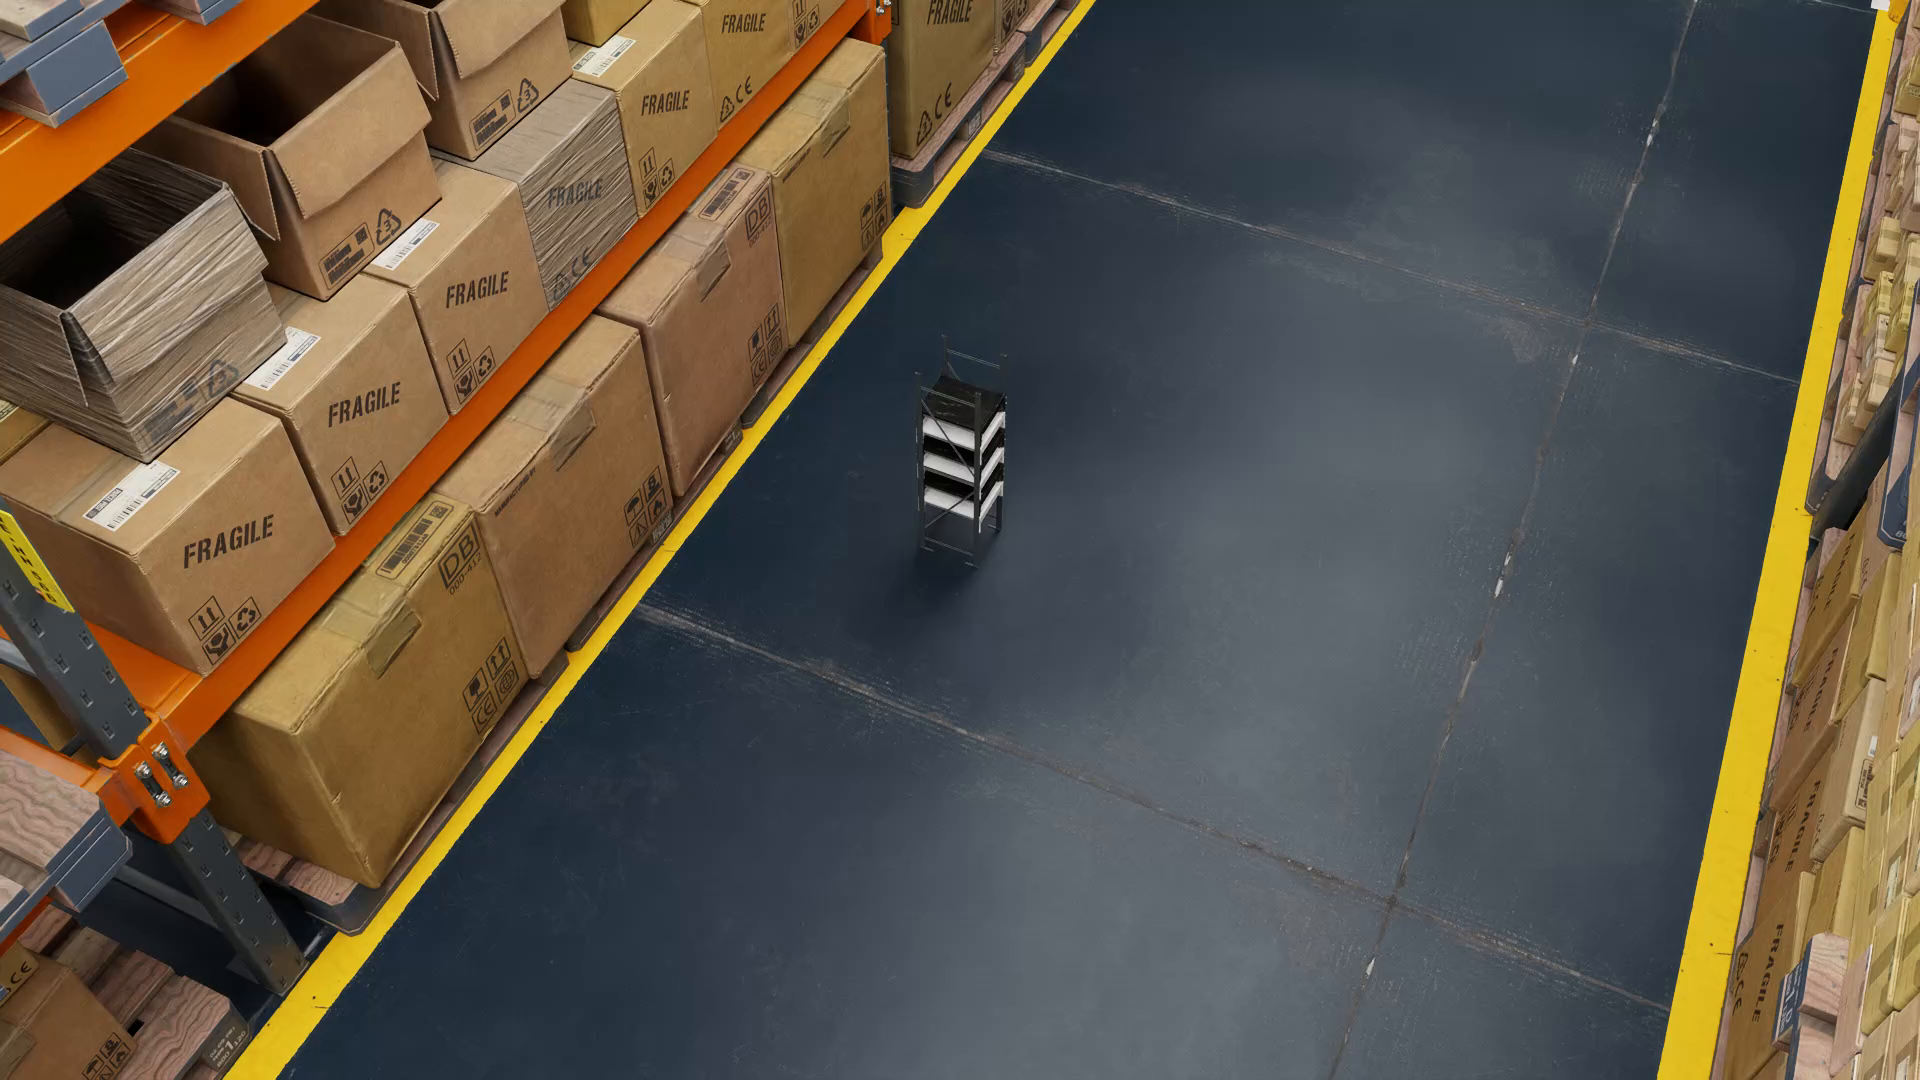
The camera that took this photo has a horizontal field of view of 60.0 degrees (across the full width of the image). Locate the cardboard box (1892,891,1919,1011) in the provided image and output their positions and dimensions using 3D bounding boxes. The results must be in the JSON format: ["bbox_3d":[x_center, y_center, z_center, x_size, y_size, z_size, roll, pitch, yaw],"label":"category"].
[{"bbox_3d":[1.975,0.815,3.086,0.380,0.149,0.250,21,53,17],"label":"cardboard box"}]

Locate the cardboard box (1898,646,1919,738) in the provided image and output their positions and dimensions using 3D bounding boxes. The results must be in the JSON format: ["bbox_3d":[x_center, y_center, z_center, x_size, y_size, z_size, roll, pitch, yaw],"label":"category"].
[{"bbox_3d":[2.307,0.373,3.657,0.380,0.149,0.250,21,53,17],"label":"cardboard box"}]

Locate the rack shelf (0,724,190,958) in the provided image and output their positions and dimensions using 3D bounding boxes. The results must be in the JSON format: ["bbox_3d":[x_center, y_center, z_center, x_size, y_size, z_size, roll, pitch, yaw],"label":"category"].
[{"bbox_3d":[-3.337,1.829,3.197,1.077,0.370,4.000,20,52,16],"label":"rack shelf"}]

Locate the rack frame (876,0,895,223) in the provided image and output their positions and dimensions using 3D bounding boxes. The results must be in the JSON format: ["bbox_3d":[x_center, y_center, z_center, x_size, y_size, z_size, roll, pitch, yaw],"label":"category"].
[{"bbox_3d":[-0.774,-2.536,6.439,1.000,3.000,0.127,20,52,16],"label":"rack frame"}]

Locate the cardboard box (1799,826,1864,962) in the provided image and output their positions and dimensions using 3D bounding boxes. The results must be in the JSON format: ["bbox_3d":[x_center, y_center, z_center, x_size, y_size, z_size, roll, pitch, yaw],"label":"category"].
[{"bbox_3d":[2.451,1.080,4.235,0.500,0.250,0.500,21,53,17],"label":"cardboard box"}]

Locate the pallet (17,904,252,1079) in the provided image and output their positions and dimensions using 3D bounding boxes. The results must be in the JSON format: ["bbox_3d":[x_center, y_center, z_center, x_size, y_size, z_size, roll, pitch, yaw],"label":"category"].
[{"bbox_3d":[-2.818,1.659,4.699,1.003,0.211,1.213,20,52,16],"label":"pallet"}]

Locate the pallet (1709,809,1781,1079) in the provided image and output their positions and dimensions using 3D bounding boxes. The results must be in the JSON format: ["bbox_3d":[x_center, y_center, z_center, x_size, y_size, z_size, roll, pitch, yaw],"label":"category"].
[{"bbox_3d":[2.817,1.431,4.894,1.003,0.211,1.213,20,52,16],"label":"pallet"}]

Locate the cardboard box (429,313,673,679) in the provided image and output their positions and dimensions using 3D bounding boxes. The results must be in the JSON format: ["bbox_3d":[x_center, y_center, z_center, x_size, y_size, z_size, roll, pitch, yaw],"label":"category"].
[{"bbox_3d":[-1.781,-0.309,5.663,1.225,0.875,0.875,20,52,16],"label":"cardboard box"}]

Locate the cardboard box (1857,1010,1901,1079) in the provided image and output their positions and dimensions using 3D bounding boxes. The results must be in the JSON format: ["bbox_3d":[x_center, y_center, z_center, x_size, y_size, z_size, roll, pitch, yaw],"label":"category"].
[{"bbox_3d":[1.871,1.078,3.057,0.380,0.149,0.250,22,53,17],"label":"cardboard box"}]

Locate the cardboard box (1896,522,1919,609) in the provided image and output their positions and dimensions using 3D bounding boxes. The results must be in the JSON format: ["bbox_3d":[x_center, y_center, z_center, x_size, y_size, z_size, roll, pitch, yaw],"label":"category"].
[{"bbox_3d":[2.531,0.115,4.072,0.380,0.149,0.250,19,52,15],"label":"cardboard box"}]

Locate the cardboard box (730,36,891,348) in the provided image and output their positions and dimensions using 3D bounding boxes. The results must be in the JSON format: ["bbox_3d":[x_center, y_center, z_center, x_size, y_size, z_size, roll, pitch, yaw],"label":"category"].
[{"bbox_3d":[-1.029,-1.537,6.707,1.225,0.875,0.875,20,52,16],"label":"cardboard box"}]

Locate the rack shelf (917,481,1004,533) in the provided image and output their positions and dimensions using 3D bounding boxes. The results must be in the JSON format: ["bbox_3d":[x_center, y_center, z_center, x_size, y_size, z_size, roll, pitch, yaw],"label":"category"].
[{"bbox_3d":[0.003,-0.159,6.075,0.258,0.077,0.200,20,52,16],"label":"rack shelf"}]

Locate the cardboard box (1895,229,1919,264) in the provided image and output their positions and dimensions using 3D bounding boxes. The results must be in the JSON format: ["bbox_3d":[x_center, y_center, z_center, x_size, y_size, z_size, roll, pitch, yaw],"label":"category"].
[{"bbox_3d":[4.005,-1.185,6.690,0.380,0.149,0.250,21,53,17],"label":"cardboard box"}]

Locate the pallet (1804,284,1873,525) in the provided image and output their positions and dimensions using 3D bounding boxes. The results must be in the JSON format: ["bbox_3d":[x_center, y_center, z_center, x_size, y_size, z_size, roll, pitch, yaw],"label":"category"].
[{"bbox_3d":[3.923,-0.423,6.471,1.003,0.211,1.213,20,52,16],"label":"pallet"}]

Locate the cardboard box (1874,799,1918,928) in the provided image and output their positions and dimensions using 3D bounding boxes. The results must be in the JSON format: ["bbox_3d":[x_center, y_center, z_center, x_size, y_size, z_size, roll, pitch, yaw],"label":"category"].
[{"bbox_3d":[2.088,0.724,3.359,0.380,0.149,0.250,20,52,16],"label":"cardboard box"}]

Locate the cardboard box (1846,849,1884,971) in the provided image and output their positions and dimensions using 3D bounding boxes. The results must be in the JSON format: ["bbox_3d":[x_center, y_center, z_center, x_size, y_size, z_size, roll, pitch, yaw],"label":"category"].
[{"bbox_3d":[2.081,0.840,3.455,0.380,0.149,0.250,19,52,16],"label":"cardboard box"}]

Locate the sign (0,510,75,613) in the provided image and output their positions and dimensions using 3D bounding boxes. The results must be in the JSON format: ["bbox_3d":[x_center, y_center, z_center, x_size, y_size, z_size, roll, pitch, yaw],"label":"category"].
[{"bbox_3d":[-1.988,0.039,3.539,0.100,0.325,0.005,20,52,16],"label":"sign"}]

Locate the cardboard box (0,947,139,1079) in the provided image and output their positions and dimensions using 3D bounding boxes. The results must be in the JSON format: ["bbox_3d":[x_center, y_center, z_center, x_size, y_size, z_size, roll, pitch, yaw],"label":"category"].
[{"bbox_3d":[-2.751,1.354,4.481,0.700,0.500,0.500,17,52,14],"label":"cardboard box"}]

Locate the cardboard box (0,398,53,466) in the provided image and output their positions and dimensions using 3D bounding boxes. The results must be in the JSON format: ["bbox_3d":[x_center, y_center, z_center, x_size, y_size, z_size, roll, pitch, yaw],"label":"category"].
[{"bbox_3d":[-2.496,-0.235,4.414,0.500,0.500,0.500,21,53,17],"label":"cardboard box"}]

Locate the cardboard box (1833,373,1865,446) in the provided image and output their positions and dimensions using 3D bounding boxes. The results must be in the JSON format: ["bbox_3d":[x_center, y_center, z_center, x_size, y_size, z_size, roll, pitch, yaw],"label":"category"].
[{"bbox_3d":[3.527,-0.446,6.256,0.380,0.149,0.250,20,53,17],"label":"cardboard box"}]

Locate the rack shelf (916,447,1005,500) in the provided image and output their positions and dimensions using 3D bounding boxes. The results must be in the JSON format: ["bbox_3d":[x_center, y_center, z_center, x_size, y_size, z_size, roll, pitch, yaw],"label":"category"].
[{"bbox_3d":[0.003,-0.276,5.937,0.258,0.077,0.200,20,52,16],"label":"rack shelf"}]

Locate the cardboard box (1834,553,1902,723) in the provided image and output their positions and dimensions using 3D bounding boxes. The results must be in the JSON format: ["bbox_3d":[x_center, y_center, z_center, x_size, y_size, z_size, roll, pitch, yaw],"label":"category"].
[{"bbox_3d":[2.888,0.369,4.840,0.500,0.250,0.500,21,53,17],"label":"cardboard box"}]

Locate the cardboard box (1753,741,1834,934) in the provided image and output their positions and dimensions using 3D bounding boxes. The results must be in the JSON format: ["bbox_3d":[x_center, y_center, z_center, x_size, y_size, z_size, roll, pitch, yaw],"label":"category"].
[{"bbox_3d":[2.676,0.974,4.817,0.500,0.500,0.500,21,53,17],"label":"cardboard box"}]

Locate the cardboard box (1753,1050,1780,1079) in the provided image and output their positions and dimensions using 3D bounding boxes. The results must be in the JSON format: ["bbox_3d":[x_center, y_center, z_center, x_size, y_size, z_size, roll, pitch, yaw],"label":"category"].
[{"bbox_3d":[2.229,1.681,4.216,0.500,0.500,0.500,22,53,18],"label":"cardboard box"}]

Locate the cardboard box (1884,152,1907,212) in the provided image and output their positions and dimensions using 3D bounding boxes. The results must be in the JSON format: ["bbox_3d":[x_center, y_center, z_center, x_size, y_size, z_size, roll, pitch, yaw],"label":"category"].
[{"bbox_3d":[4.215,-1.493,7.147,0.380,0.149,0.250,20,52,16],"label":"cardboard box"}]

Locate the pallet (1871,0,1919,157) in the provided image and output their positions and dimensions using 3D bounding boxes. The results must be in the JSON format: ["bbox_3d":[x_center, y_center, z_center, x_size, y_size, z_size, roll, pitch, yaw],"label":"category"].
[{"bbox_3d":[4.965,-2.103,7.901,1.003,0.211,1.213,20,52,16],"label":"pallet"}]

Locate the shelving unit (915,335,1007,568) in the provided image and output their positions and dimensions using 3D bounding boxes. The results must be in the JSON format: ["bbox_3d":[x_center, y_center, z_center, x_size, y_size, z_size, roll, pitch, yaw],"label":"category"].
[{"bbox_3d":[0.003,-0.297,5.912,0.258,0.900,0.210,20,52,16],"label":"shelving unit"}]

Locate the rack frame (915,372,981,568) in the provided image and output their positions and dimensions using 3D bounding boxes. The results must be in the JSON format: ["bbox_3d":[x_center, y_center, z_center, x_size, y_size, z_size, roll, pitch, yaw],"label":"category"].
[{"bbox_3d":[-0.040,-0.227,5.852,0.240,0.900,0.006,20,52,16],"label":"rack frame"}]

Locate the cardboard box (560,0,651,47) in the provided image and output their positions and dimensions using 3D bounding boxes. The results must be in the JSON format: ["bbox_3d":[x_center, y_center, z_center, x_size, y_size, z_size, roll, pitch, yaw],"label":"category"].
[{"bbox_3d":[-1.343,-1.982,5.243,0.797,0.503,0.637,20,53,16],"label":"cardboard box"}]

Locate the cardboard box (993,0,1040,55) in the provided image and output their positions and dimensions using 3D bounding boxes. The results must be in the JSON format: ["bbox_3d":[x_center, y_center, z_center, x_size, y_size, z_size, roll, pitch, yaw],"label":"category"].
[{"bbox_3d":[-0.035,-3.032,7.980,0.875,0.875,0.875,20,52,16],"label":"cardboard box"}]

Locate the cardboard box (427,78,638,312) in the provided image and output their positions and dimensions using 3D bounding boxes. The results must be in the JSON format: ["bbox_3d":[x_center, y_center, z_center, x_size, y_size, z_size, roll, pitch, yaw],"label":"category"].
[{"bbox_3d":[-1.379,-1.114,5.163,0.500,0.500,0.500,20,52,16],"label":"cardboard box"}]

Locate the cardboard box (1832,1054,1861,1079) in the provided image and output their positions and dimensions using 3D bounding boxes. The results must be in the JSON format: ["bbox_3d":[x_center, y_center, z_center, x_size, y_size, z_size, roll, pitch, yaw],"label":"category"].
[{"bbox_3d":[1.862,1.187,3.159,0.380,0.149,0.250,20,52,16],"label":"cardboard box"}]

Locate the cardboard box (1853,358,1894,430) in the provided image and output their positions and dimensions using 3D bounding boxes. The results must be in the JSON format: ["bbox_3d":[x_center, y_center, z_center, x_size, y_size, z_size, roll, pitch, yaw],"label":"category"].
[{"bbox_3d":[3.515,-0.482,6.091,0.380,0.149,0.250,21,53,17],"label":"cardboard box"}]

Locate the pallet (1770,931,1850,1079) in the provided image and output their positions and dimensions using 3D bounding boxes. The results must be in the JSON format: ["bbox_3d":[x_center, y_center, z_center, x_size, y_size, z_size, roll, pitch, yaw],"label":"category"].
[{"bbox_3d":[2.167,1.438,3.182,1.213,0.211,1.003,20,52,16],"label":"pallet"}]

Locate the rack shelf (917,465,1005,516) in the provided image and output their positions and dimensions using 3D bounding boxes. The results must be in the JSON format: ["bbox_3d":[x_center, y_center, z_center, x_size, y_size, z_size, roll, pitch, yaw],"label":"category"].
[{"bbox_3d":[0.003,-0.217,6.006,0.258,0.077,0.200,20,52,16],"label":"rack shelf"}]

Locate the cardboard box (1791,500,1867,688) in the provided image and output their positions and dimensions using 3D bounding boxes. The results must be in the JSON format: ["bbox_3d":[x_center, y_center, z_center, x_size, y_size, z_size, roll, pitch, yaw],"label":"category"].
[{"bbox_3d":[3.112,0.244,5.439,0.500,0.500,0.500,22,53,17],"label":"cardboard box"}]

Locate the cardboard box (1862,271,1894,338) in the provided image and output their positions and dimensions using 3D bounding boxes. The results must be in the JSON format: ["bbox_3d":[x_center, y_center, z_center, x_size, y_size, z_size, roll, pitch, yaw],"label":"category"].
[{"bbox_3d":[3.718,-0.862,6.415,0.380,0.149,0.250,18,52,15],"label":"cardboard box"}]

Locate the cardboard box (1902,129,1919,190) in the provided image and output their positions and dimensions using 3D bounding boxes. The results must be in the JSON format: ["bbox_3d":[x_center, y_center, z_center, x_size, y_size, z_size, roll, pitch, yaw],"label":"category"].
[{"bbox_3d":[4.075,-1.510,6.770,0.380,0.149,0.250,18,52,15],"label":"cardboard box"}]

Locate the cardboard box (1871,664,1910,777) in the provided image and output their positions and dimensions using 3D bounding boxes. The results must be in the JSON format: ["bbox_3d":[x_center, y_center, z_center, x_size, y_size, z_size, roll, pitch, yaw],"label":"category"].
[{"bbox_3d":[2.307,0.476,3.765,0.380,0.149,0.250,21,53,17],"label":"cardboard box"}]

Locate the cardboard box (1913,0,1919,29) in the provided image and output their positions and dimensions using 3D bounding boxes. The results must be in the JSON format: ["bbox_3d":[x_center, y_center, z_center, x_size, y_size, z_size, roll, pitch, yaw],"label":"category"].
[{"bbox_3d":[4.863,-2.563,8.057,0.380,0.149,0.250,21,53,17],"label":"cardboard box"}]

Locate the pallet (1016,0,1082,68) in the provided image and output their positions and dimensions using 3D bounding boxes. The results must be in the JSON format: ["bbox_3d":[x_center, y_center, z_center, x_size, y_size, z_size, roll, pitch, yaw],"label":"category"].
[{"bbox_3d":[0.142,-2.974,8.642,1.003,0.211,1.213,20,52,16],"label":"pallet"}]

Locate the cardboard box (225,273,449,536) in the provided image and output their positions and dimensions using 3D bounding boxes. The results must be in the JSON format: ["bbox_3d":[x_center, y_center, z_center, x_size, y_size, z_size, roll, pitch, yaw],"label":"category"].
[{"bbox_3d":[-1.811,-0.416,4.569,0.500,0.500,0.500,19,52,15],"label":"cardboard box"}]

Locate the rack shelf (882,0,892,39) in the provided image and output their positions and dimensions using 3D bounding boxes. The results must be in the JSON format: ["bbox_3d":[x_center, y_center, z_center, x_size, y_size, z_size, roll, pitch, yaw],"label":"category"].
[{"bbox_3d":[0.081,-3.680,7.884,1.077,0.370,4.000,20,52,16],"label":"rack shelf"}]

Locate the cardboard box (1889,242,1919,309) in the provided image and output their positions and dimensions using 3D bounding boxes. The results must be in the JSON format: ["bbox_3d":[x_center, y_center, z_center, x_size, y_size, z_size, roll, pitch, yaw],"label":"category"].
[{"bbox_3d":[3.758,-0.950,6.294,0.380,0.149,0.250,19,52,16],"label":"cardboard box"}]

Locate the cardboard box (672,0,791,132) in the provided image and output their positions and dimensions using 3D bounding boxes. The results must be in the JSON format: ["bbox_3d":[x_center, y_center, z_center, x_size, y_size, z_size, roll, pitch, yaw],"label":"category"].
[{"bbox_3d":[-0.944,-1.819,5.763,0.500,0.500,0.500,21,53,17],"label":"cardboard box"}]

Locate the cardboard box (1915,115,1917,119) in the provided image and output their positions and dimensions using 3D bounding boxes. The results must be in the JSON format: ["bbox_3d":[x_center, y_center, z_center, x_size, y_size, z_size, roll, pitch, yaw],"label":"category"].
[{"bbox_3d":[4.495,-1.836,7.439,0.380,0.149,0.250,20,52,16],"label":"cardboard box"}]

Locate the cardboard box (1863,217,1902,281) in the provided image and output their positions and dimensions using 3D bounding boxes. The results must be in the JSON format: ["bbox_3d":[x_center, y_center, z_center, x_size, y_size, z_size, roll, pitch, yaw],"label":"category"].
[{"bbox_3d":[3.969,-1.159,6.862,0.380,0.149,0.250,20,52,16],"label":"cardboard box"}]

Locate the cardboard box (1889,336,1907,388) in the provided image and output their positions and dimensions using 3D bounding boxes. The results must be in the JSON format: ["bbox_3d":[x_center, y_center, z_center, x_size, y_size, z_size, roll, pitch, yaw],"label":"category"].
[{"bbox_3d":[3.584,-0.588,5.986,0.380,0.149,0.250,21,53,17],"label":"cardboard box"}]

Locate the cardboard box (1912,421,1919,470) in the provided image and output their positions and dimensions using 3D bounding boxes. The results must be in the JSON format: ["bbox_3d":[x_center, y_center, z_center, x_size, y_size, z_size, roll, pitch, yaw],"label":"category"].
[{"bbox_3d":[2.752,-0.250,4.382,0.380,0.149,0.250,20,53,16],"label":"cardboard box"}]

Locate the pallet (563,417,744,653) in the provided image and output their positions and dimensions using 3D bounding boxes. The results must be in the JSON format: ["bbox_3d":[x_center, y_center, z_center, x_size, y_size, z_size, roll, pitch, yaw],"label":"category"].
[{"bbox_3d":[-1.555,-0.234,6.310,1.003,0.211,1.213,20,52,16],"label":"pallet"}]

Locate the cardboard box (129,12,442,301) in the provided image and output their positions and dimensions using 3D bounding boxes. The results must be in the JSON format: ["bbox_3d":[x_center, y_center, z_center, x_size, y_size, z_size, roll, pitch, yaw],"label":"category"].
[{"bbox_3d":[-1.875,-1.085,4.480,0.797,0.503,0.637,21,53,17],"label":"cardboard box"}]
